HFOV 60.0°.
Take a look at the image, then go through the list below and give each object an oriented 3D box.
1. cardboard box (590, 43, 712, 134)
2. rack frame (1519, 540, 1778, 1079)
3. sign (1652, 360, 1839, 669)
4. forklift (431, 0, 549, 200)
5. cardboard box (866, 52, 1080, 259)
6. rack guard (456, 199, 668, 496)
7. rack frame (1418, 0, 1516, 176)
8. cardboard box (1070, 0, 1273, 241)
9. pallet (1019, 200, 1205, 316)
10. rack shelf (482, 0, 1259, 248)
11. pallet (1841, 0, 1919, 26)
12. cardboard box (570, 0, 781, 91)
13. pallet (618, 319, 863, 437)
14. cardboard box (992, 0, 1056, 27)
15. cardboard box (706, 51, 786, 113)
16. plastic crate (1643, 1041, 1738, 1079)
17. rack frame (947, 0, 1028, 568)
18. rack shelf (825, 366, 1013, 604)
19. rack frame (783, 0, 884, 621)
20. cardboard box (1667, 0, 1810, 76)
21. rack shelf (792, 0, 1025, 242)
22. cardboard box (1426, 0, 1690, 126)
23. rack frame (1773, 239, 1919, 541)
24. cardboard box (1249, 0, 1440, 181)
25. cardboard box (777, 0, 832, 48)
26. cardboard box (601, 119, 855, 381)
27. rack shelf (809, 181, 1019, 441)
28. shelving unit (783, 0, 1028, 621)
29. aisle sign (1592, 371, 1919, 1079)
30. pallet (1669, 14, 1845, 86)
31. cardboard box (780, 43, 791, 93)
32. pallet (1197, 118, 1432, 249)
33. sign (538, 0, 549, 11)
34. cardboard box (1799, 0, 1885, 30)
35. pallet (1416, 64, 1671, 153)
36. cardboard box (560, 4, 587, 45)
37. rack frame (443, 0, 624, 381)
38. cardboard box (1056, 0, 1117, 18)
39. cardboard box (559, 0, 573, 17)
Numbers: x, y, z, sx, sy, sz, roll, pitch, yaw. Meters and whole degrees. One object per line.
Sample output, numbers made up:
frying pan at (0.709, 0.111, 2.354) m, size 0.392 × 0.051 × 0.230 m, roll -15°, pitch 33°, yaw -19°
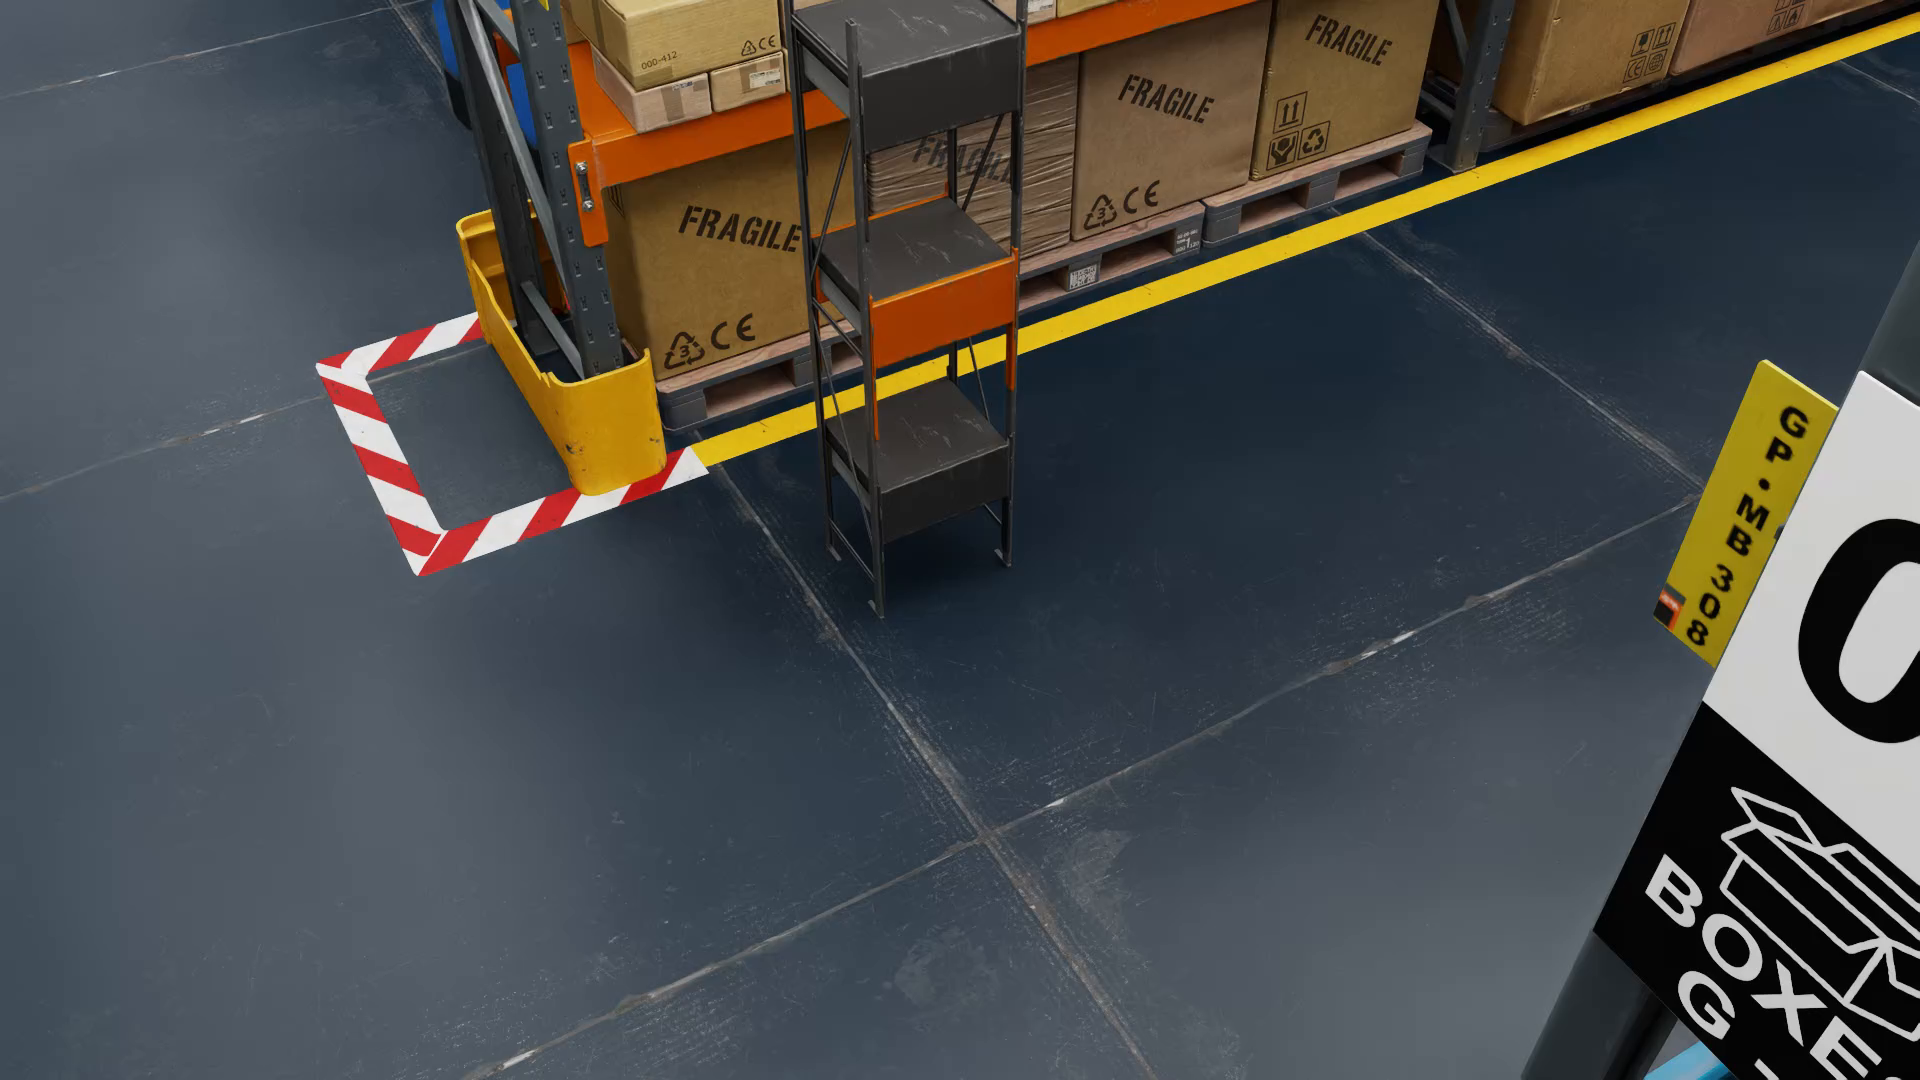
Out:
cardboard box at (-0.985, -1.470, 5.292) m, size 0.250 × 0.149 × 0.380 m, roll -21°, pitch 48°, yaw -21°
rack frame at (1.011, 1.354, 2.201) m, size 0.127 × 3.000 × 1.000 m, roll -22°, pitch 48°, yaw -21°
sign at (0.722, -0.011, 1.529) m, size 0.005 × 0.325 × 0.100 m, roll -22°, pitch 48°, yaw -21°
forklift at (-0.863, -3.359, 7.106) m, size 3.031 × 2.935 × 1.130 m, roll -28°, pitch 51°, yaw -26°
cardboard box at (-0.153, -1.611, 6.480) m, size 0.875 × 0.875 × 0.875 m, roll -22°, pitch 48°, yaw -21°
rack guard at (-1.478, -0.731, 6.144) m, size 0.348 × 0.500 × 1.175 m, roll -22°, pitch 48°, yaw -21°
rack frame at (2.011, -3.024, 6.713) m, size 0.127 × 3.000 × 1.000 m, roll -22°, pitch 48°, yaw -21°
cardboard box at (0.619, -1.920, 6.798) m, size 0.875 × 0.875 × 0.875 m, roll -22°, pitch 48°, yaw -21°
pallet at (0.254, -1.381, 7.021) m, size 1.213 × 0.211 × 1.003 m, roll -22°, pitch 48°, yaw -21°
rack shelf at (0.277, -2.072, 6.248) m, size 4.000 × 0.370 × 1.077 m, roll -22°, pitch 48°, yaw -21°
pallet at (4.759, -3.183, 8.879) m, size 1.213 × 0.211 × 1.003 m, roll -22°, pitch 48°, yaw -21°
cardboard box at (-0.906, -1.693, 5.235) m, size 0.500 × 0.250 × 0.500 m, roll -23°, pitch 49°, yaw -22°
pallet at (-0.803, -0.961, 6.588) m, size 1.213 × 0.211 × 1.003 m, roll -22°, pitch 48°, yaw -21°
cardboard box at (0.129, -1.918, 5.753) m, size 0.250 × 0.149 × 0.380 m, roll -22°, pitch 48°, yaw -21°
cardboard box at (-0.763, -1.560, 5.384) m, size 0.250 × 0.149 × 0.380 m, roll -22°, pitch 48°, yaw -22°
plastic crate at (1.208, 1.091, 2.403) m, size 0.499 × 0.435 × 0.616 m, roll -22°, pitch 48°, yaw -21°
rack frame at (0.068, -0.781, 5.047) m, size 0.015 × 2.100 × 0.400 m, roll -22°, pitch 48°, yaw -21°
rack shelf at (-0.144, -0.184, 5.457) m, size 0.480 × 0.518 × 0.431 m, roll -22°, pitch 48°, yaw -21°
rack frame at (-0.355, -0.611, 4.872) m, size 0.015 × 2.100 × 0.400 m, roll -22°, pitch 48°, yaw -21°
cardboard box at (3.331, -2.957, 7.867) m, size 0.875 × 0.875 × 1.225 m, roll -23°, pitch 49°, yaw -22°
rack shelf at (-0.144, -1.189, 4.482) m, size 0.480 × 0.518 × 0.431 m, roll -22°, pitch 48°, yaw -21°
cardboard box at (2.556, -2.647, 7.548) m, size 0.875 × 0.875 × 1.225 m, roll -22°, pitch 48°, yaw -21°
rack frame at (1.011, -0.799, 0.111) m, size 0.127 × 3.000 × 1.000 m, roll -22°, pitch 48°, yaw -21°
cardboard box at (1.399, -2.232, 7.120) m, size 0.875 × 0.875 × 0.875 m, roll -22°, pitch 48°, yaw -21°
cardboard box at (-0.459, -1.877, 5.425) m, size 0.500 × 0.250 × 0.500 m, roll -22°, pitch 48°, yaw -21°
cardboard box at (-0.942, -1.295, 6.155) m, size 0.875 × 0.875 × 0.875 m, roll -22°, pitch 48°, yaw -21°
rack shelf at (-0.144, -0.686, 4.969) m, size 0.480 × 0.518 × 0.431 m, roll -22°, pitch 48°, yaw -21°
shelving unit at (-0.144, -0.696, 4.960) m, size 0.503 × 2.100 × 0.431 m, roll -22°, pitch 48°, yaw -21°
aisle sign at (0.802, 0.269, 1.452) m, size 0.004 × 0.787 × 0.394 m, roll -22°, pitch 48°, yaw -21°
pallet at (3.702, -2.763, 8.445) m, size 1.213 × 0.211 × 1.003 m, roll -22°, pitch 48°, yaw -21°
cardboard box at (-0.541, -1.649, 5.476) m, size 0.250 × 0.149 × 0.380 m, roll -23°, pitch 49°, yaw -22°
pallet at (1.313, -1.807, 7.461) m, size 1.213 × 0.211 × 1.003 m, roll -22°, pitch 48°, yaw -21°
sign at (-1.186, -1.638, 4.606) m, size 0.005 × 0.325 × 0.100 m, roll -22°, pitch 48°, yaw -21°
cardboard box at (4.094, -3.269, 8.189) m, size 0.875 × 0.875 × 1.225 m, roll -22°, pitch 48°, yaw -21°
pallet at (2.643, -2.337, 8.006) m, size 1.213 × 0.211 × 1.003 m, roll -22°, pitch 48°, yaw -21°
cardboard box at (-1.312, -1.869, 5.702) m, size 0.250 × 0.149 × 0.380 m, roll -21°, pitch 48°, yaw -20°
rack frame at (-1.457, -1.637, 5.283) m, size 0.127 × 3.000 × 1.000 m, roll -22°, pitch 48°, yaw -21°
cardboard box at (0.348, -2.005, 5.842) m, size 0.250 × 0.149 × 0.380 m, roll -23°, pitch 49°, yaw -22°
cardboard box at (-1.169, -2.018, 5.570) m, size 0.500 × 0.250 × 0.500 m, roll -23°, pitch 48°, yaw -22°
